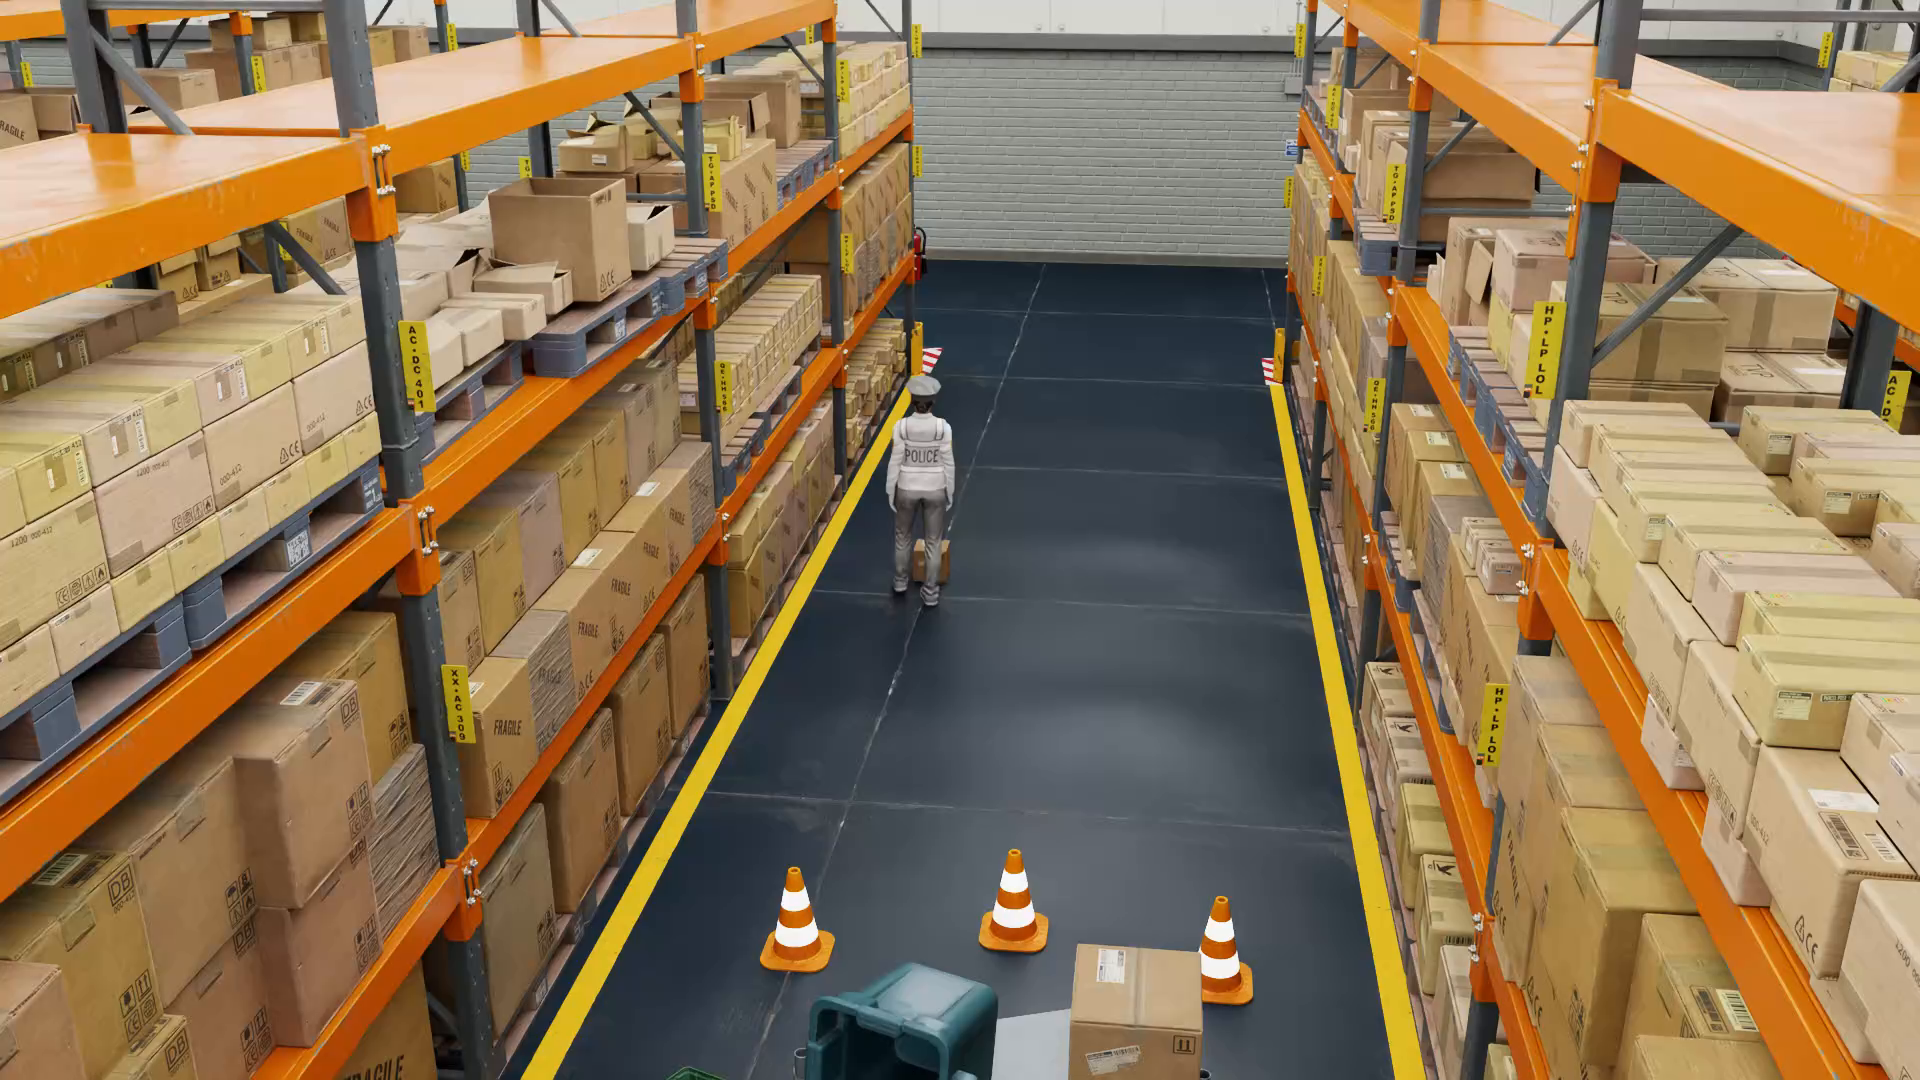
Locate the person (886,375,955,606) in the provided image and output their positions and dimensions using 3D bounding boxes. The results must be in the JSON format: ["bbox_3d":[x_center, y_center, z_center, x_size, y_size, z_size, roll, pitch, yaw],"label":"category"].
[{"bbox_3d":[-0.285,-0.385,12.014,0.495,1.679,0.533,0,21,-1],"label":"person"}]
